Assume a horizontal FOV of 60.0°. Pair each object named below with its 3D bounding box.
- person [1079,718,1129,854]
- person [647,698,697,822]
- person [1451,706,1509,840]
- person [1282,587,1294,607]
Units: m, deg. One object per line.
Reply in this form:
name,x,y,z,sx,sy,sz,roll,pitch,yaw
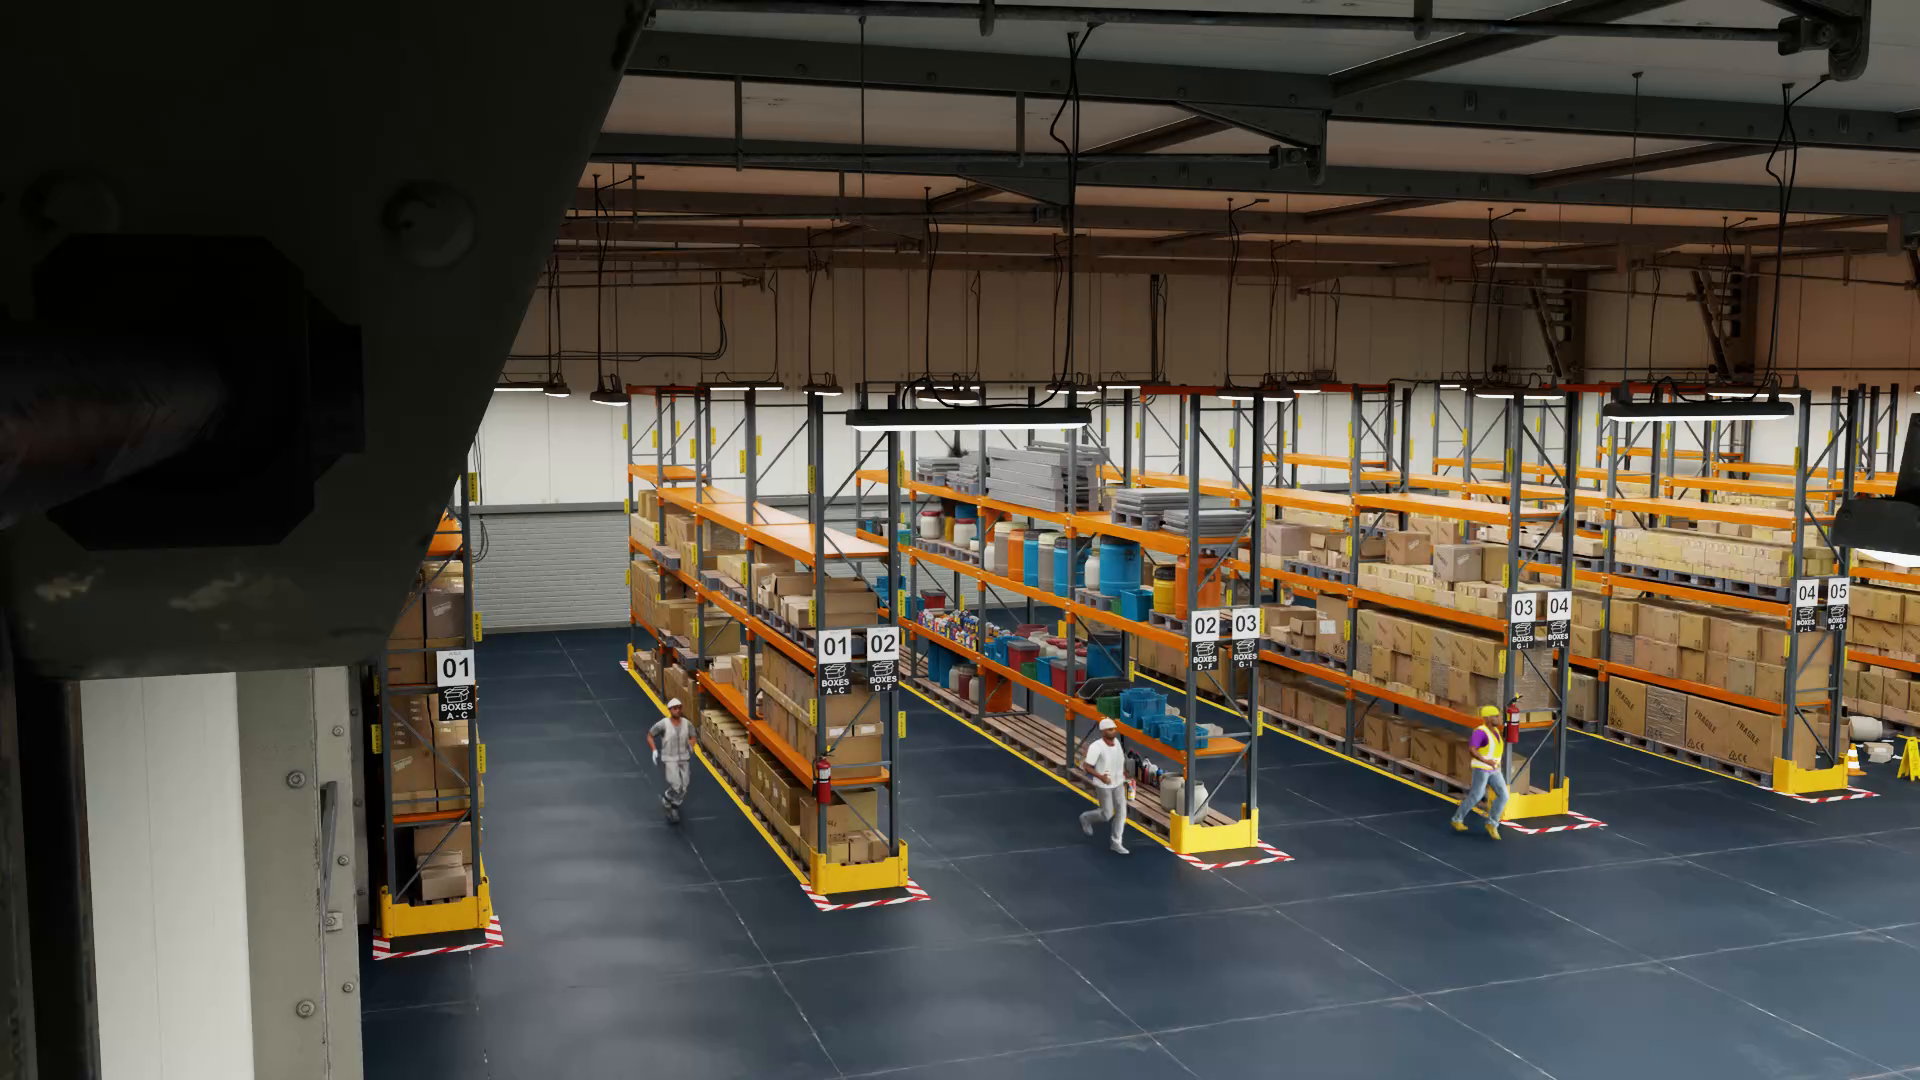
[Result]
person,1.936,3.211,21.908,0.701,1.748,0.831,-5,8,-38
person,-3.925,3.070,23.054,0.643,1.743,0.615,-4,7,-33
person,7.155,3.142,22.630,0.761,1.786,0.690,-5,8,-39
person,7.000,1.791,36.495,0.635,1.632,0.924,-3,7,-29
